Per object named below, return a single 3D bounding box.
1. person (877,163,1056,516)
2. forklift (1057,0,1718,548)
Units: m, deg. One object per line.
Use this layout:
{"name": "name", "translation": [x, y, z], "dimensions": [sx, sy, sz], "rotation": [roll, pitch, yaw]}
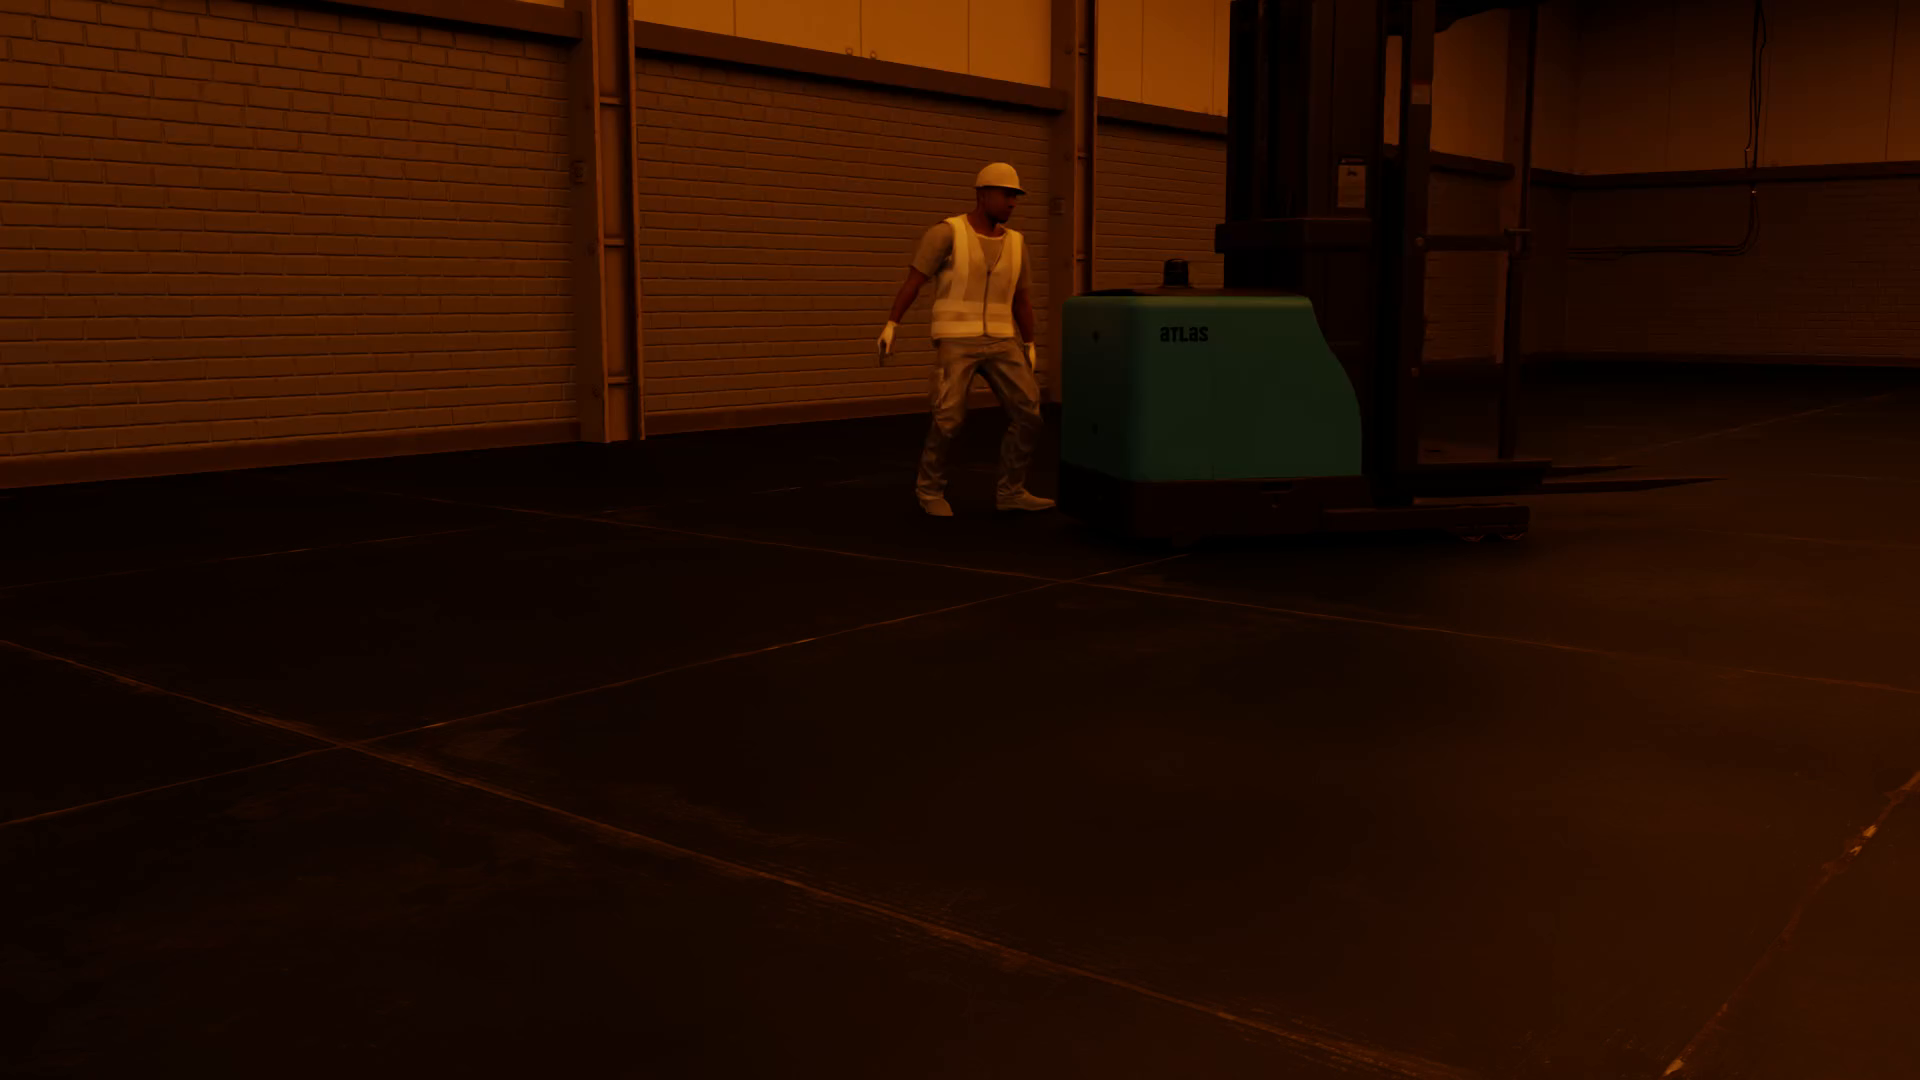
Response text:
{"name": "person", "translation": [0.037, -0.966, 8.194], "dimensions": [0.907, 1.741, 0.486], "rotation": [-3, 9, -21]}
{"name": "forklift", "translation": [2.034, -1.511, 7.605], "dimensions": [3.031, 2.935, 1.130], "rotation": [-2, 9, -15]}
